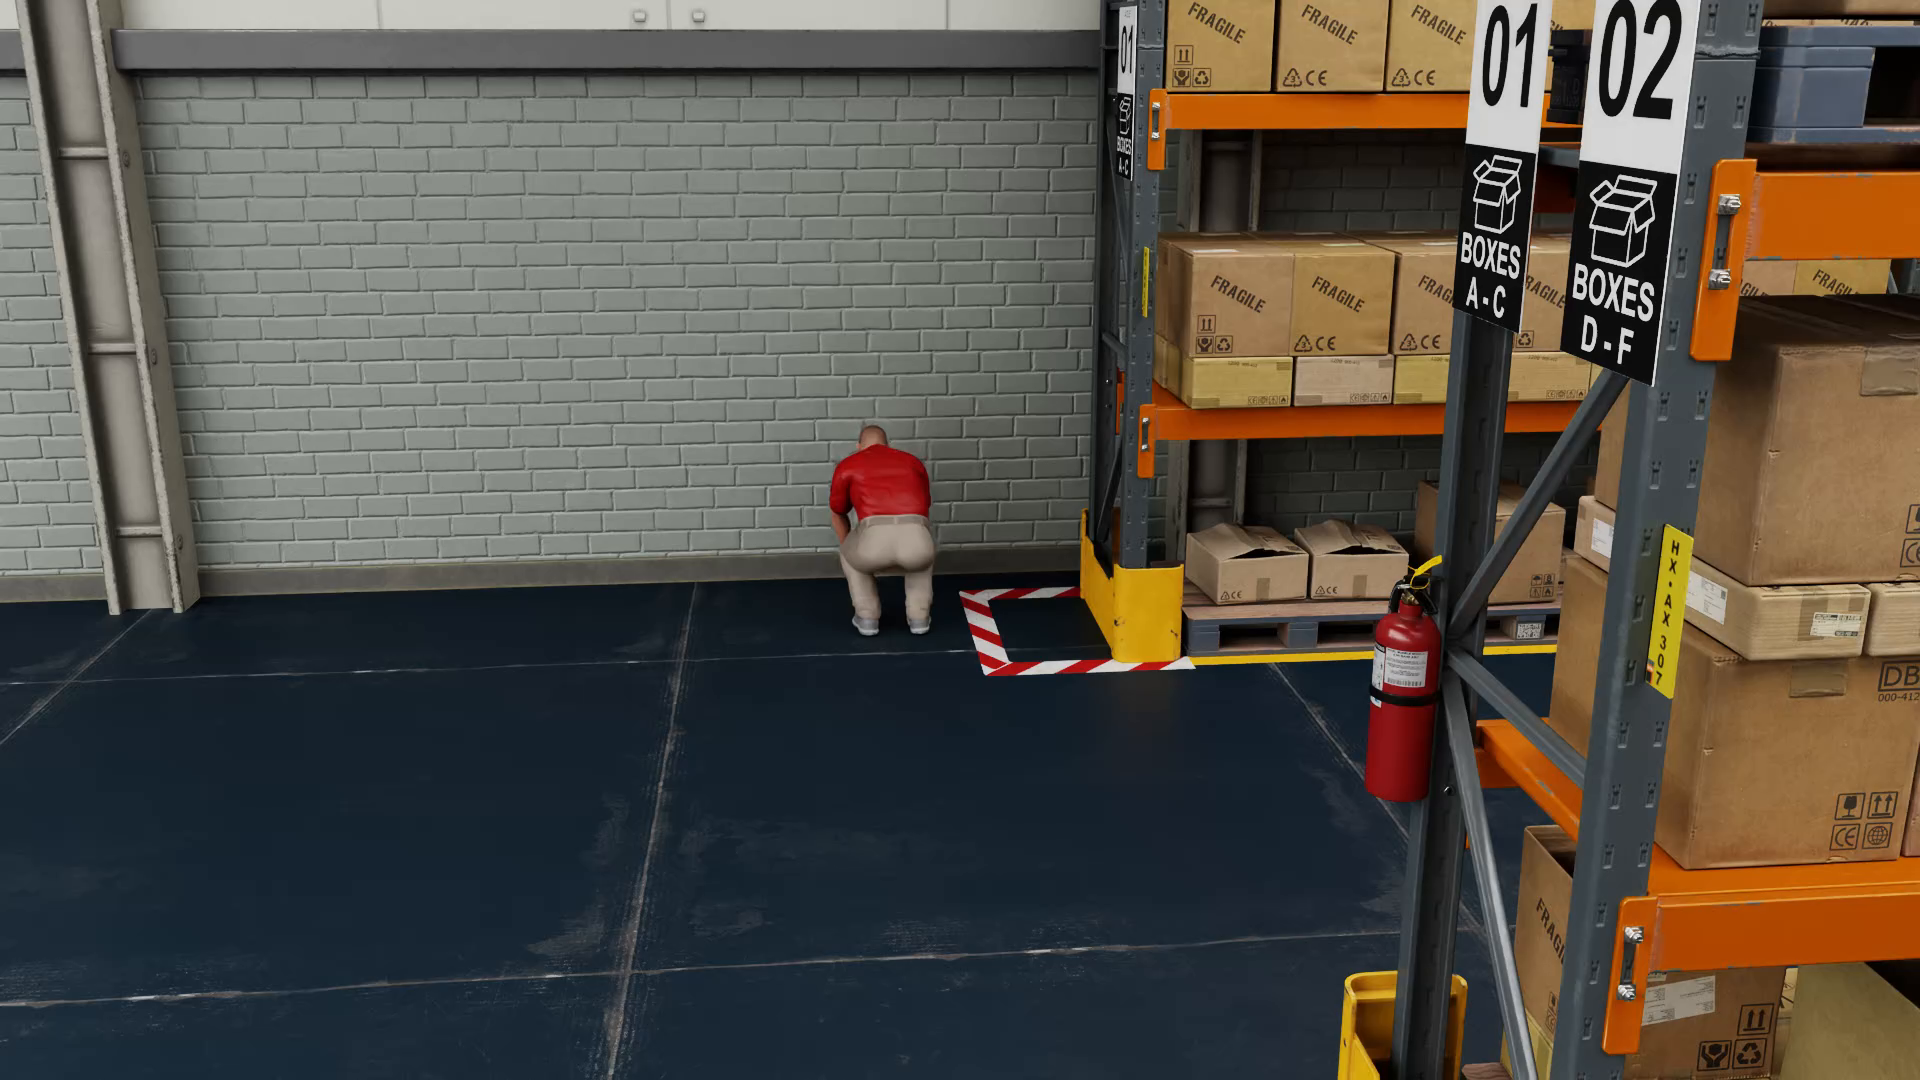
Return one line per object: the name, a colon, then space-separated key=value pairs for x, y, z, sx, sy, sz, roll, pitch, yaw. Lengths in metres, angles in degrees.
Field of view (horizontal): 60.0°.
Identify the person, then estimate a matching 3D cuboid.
person: x=-0.411 y=-0.043 z=8.969 sx=0.571 sy=1.016 sz=0.869 roll=-2 pitch=17 yaw=-6
